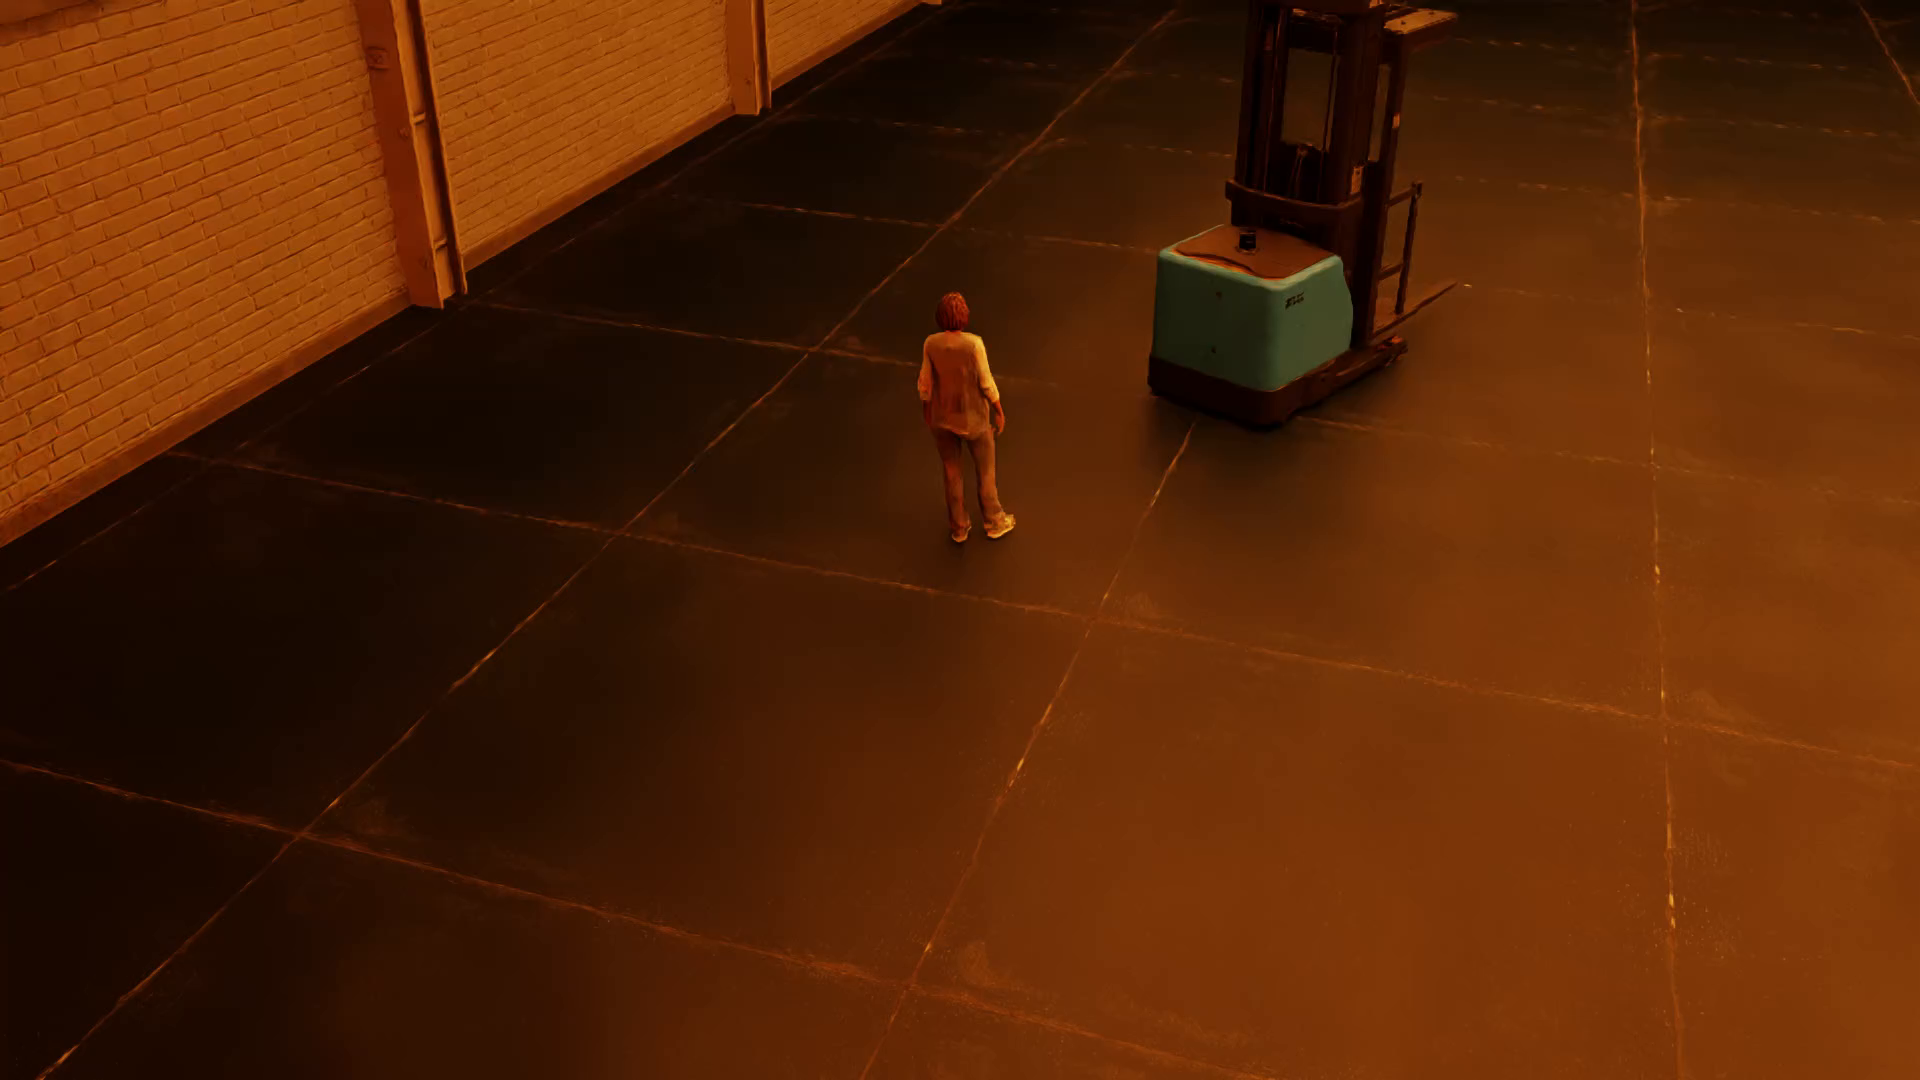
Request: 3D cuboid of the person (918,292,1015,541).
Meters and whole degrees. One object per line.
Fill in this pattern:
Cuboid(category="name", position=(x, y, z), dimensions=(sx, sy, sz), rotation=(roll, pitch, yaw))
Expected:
Cuboid(category="person", position=(0.037, -0.732, 9.754), dimensions=(0.521, 1.597, 0.474), rotation=(10, 31, 16))

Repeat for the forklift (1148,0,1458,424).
Cuboid(category="forklift", position=(2.709, -2.709, 11.888), dimensions=(1.130, 2.935, 3.031), rotation=(24, 38, 36))
